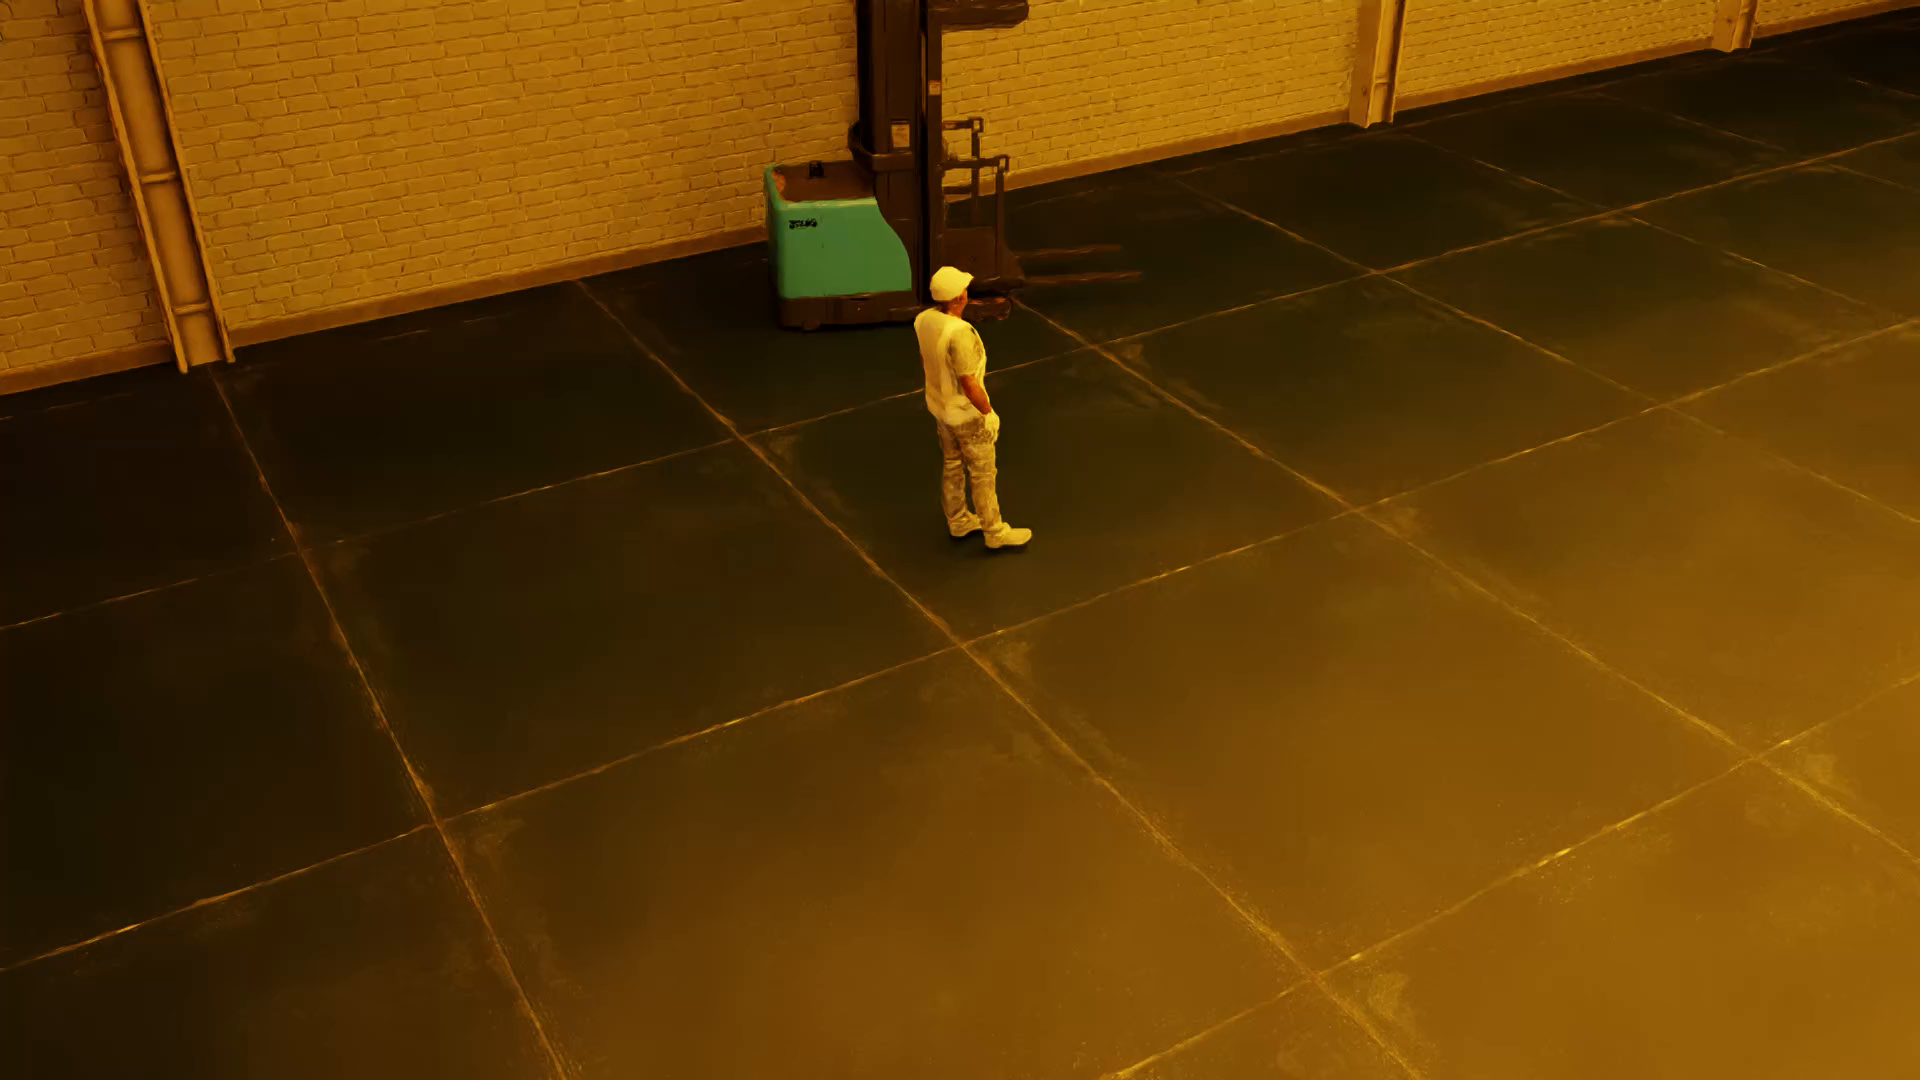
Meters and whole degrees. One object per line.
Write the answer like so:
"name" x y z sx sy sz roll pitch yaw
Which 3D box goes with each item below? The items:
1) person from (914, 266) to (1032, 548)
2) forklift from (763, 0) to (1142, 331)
"person" 0.066 -0.821 10.044 0.576 1.782 0.655 -17 35 -26
"forklift" -0.041 -3.287 13.137 3.031 2.935 1.130 -6 31 -9
